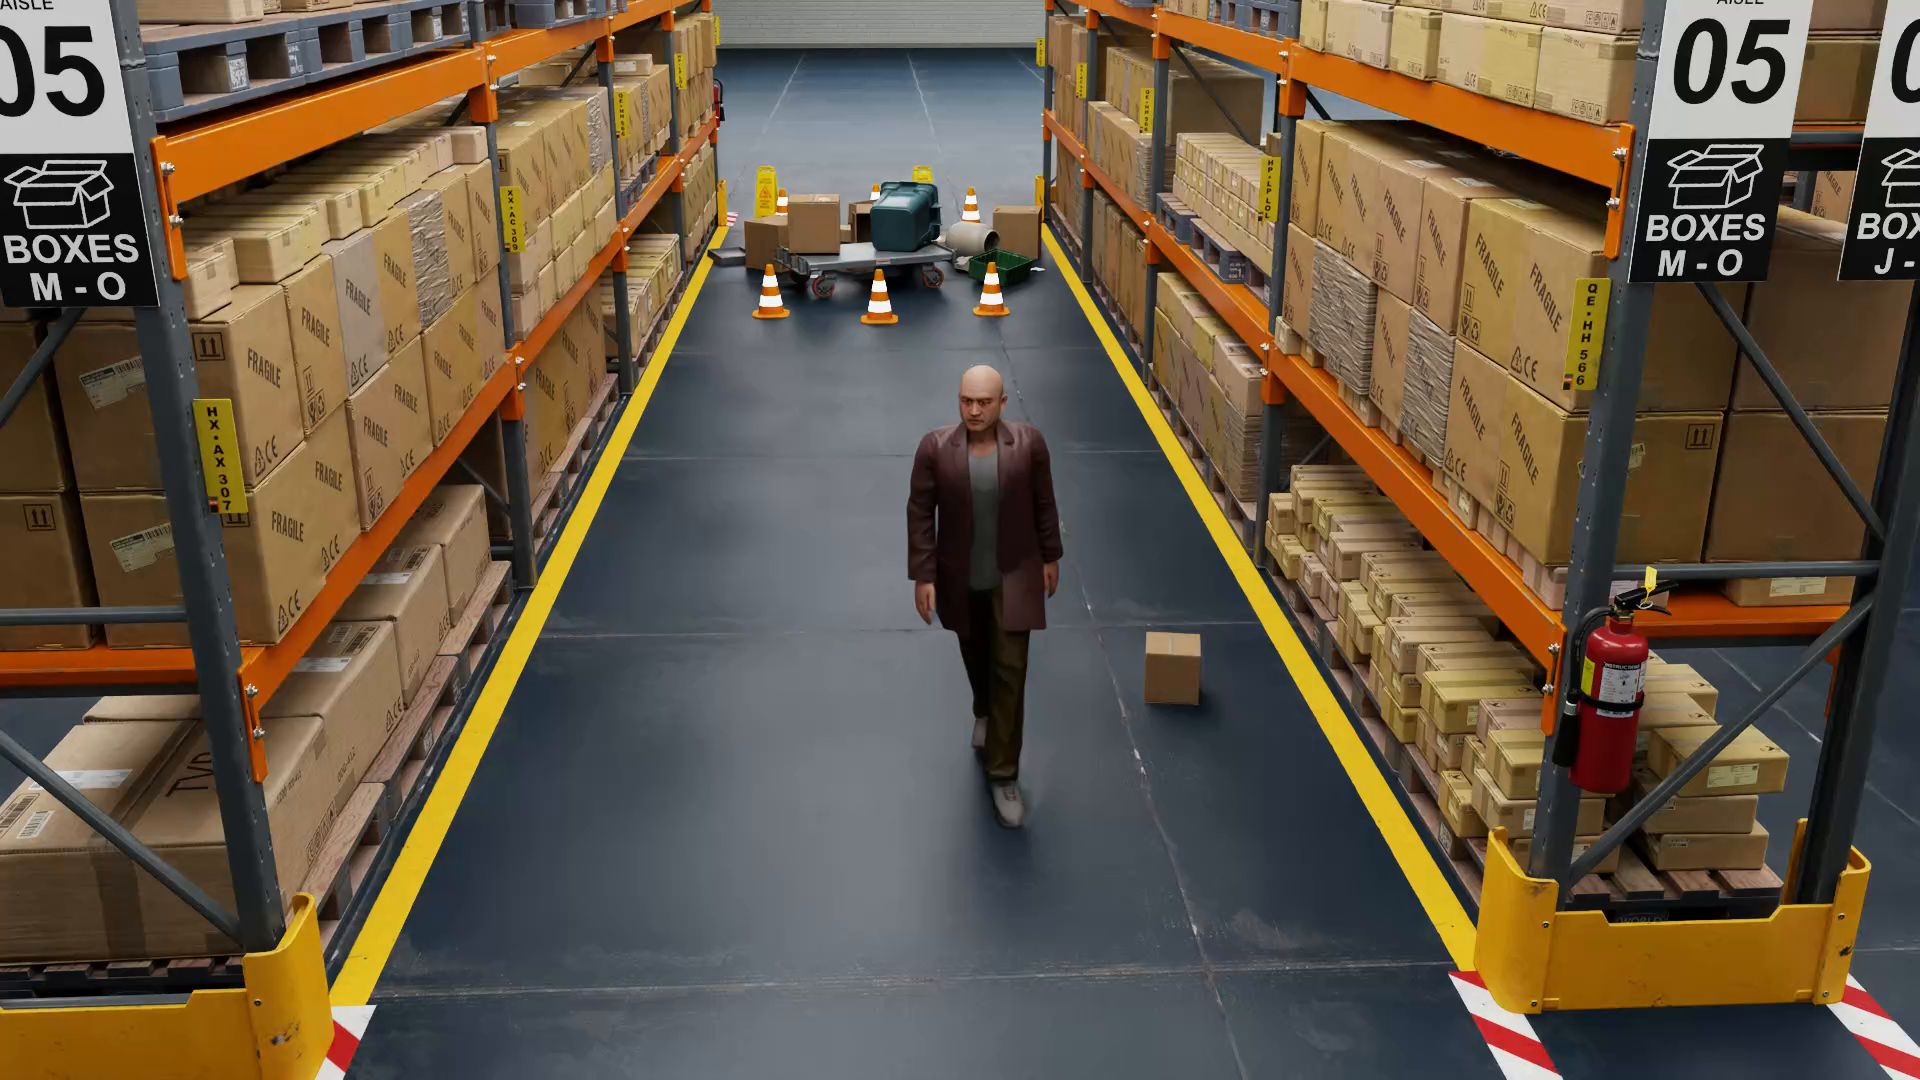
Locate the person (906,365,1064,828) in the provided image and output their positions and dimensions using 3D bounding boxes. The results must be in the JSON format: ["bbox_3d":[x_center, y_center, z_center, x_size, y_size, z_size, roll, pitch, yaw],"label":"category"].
[{"bbox_3d":[0.091,0.147,6.681,0.615,1.751,0.956,3,20,8],"label":"person"}]
